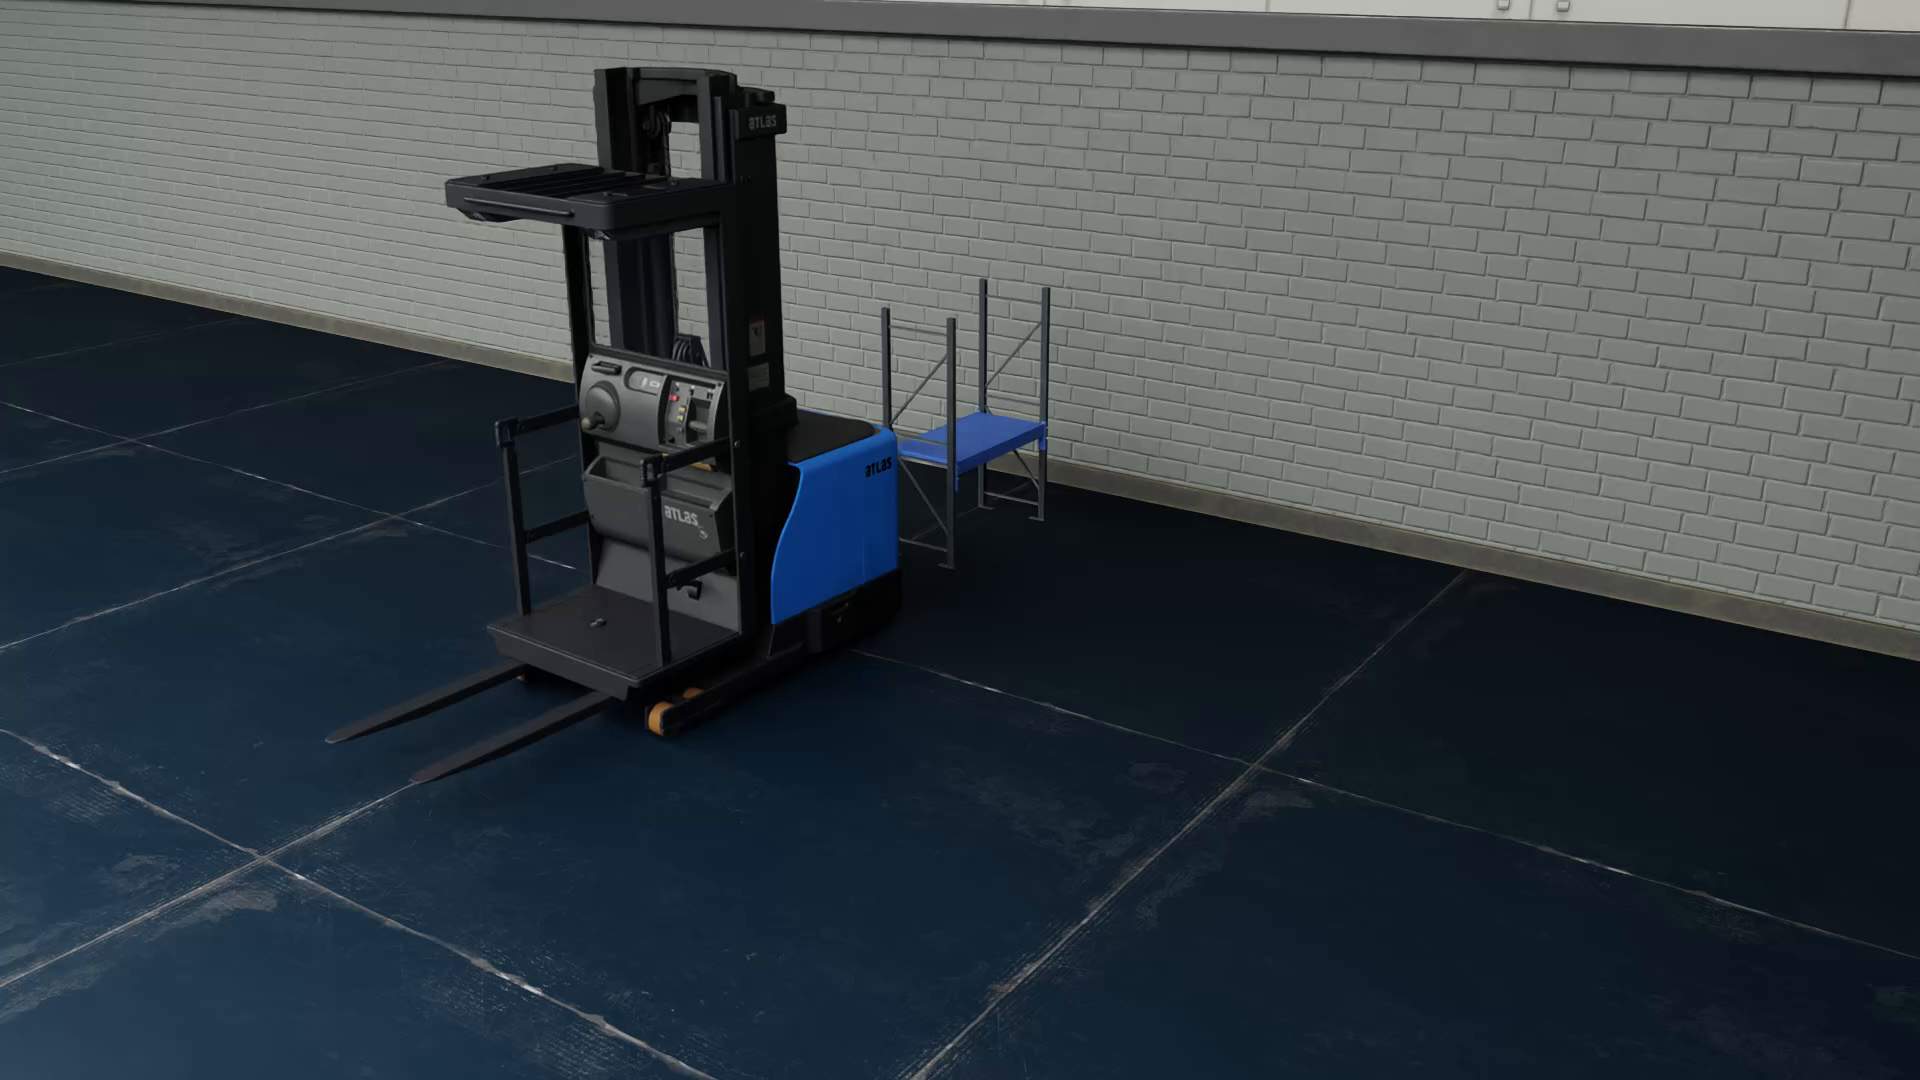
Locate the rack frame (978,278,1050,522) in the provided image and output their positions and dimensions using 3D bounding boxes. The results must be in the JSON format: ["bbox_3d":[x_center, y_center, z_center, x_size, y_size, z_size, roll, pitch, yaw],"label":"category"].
[{"bbox_3d":[0.334,-0.874,10.465,0.500,1.500,0.032,13,24,32],"label":"rack frame"}]

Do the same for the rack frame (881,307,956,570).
[{"bbox_3d":[-0.238,-0.582,9.677,0.500,1.500,0.032,13,24,32],"label":"rack frame"}]

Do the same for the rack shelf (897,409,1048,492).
[{"bbox_3d":[0.048,-0.559,10.133,0.538,0.185,1.000,13,24,32],"label":"rack shelf"}]

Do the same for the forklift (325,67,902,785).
[{"bbox_3d":[-1.602,-0.644,7.780,1.130,2.935,3.031,15,25,34],"label":"forklift"}]

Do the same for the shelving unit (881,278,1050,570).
[{"bbox_3d":[0.048,-0.728,10.071,0.538,1.500,1.048,13,24,32],"label":"shelving unit"}]
